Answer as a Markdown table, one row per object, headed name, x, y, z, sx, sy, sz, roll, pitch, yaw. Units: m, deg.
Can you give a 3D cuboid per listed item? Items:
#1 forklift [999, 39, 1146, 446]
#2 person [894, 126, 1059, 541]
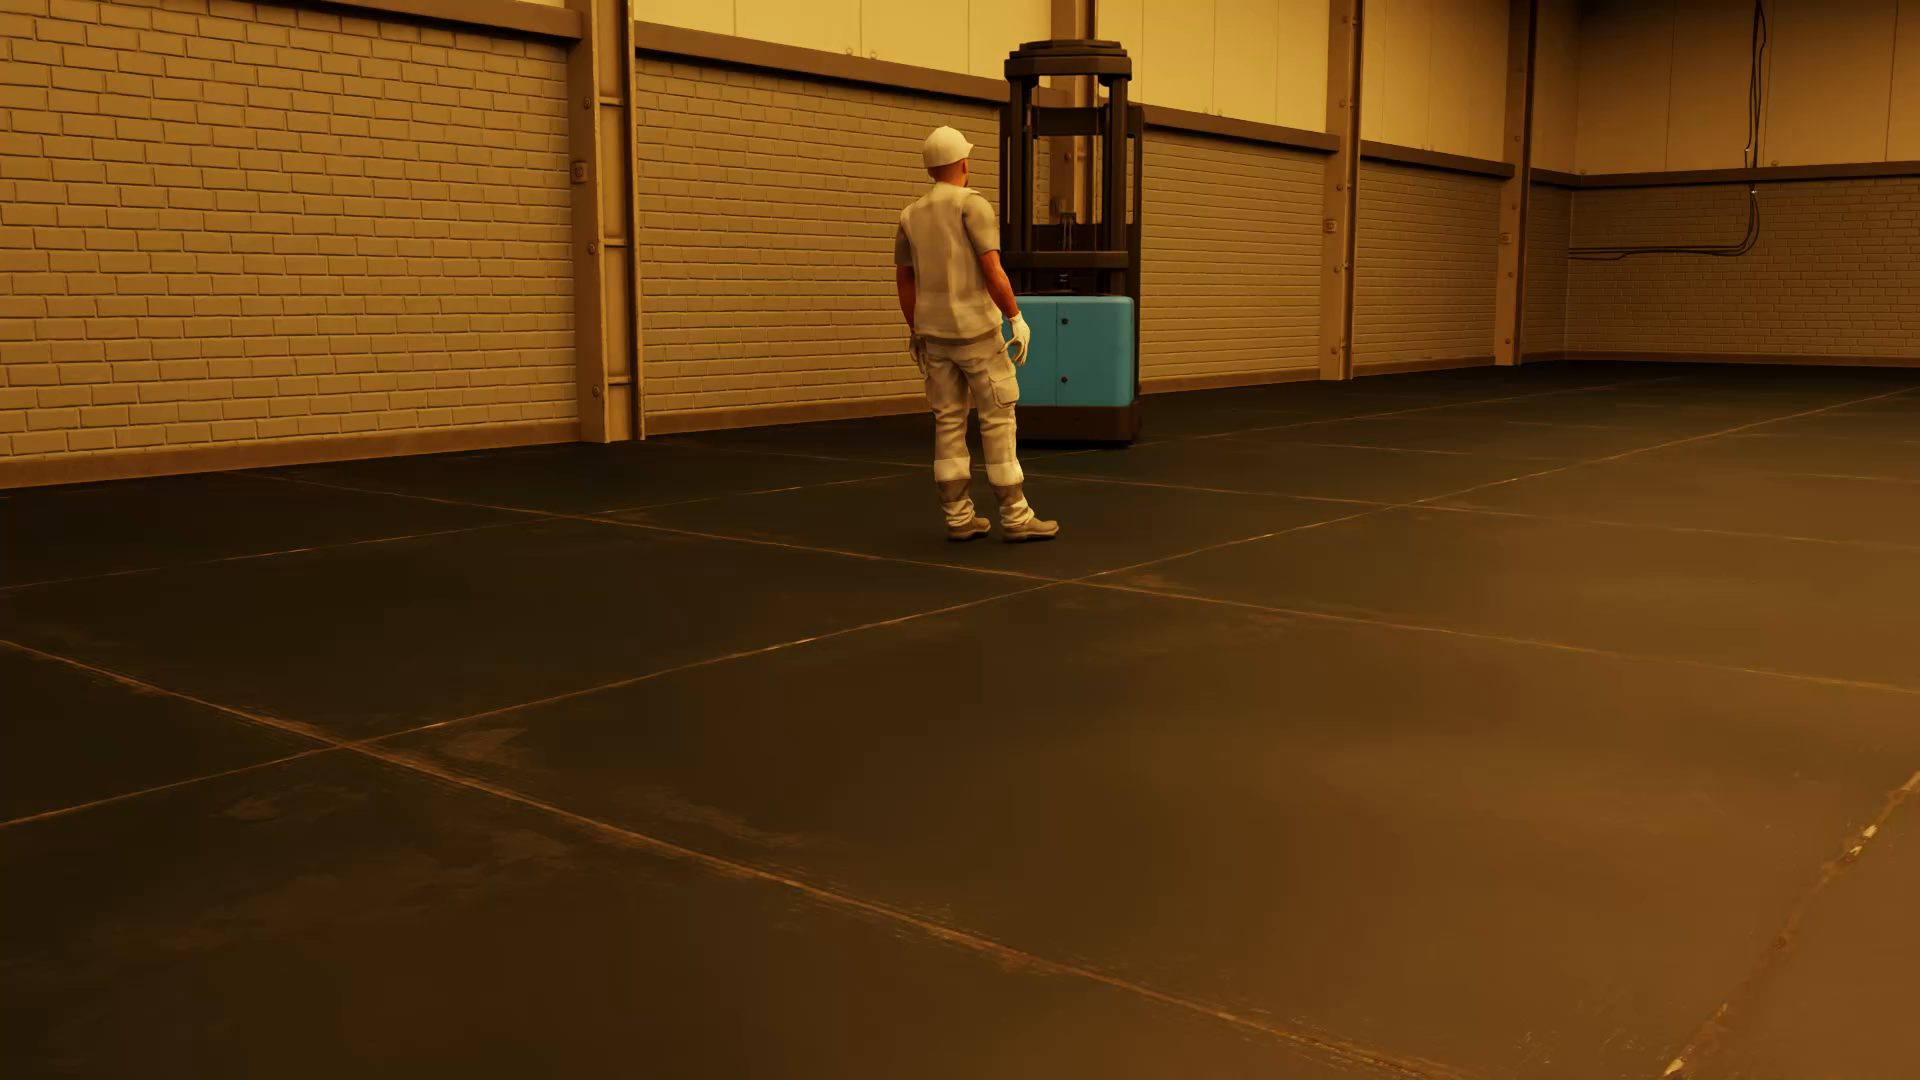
| name | x | y | z | sx | sy | sz | roll | pitch | yaw |
| --- | --- | --- | --- | --- | --- | --- | --- | --- | --- |
| forklift | 0.878 | -2.302 | 13.010 | 1.130 | 2.935 | 3.031 | 1 | 8 | 8 |
| person | 0.060 | -0.900 | 7.328 | 0.637 | 1.787 | 0.564 | 7 | 11 | 38 |
